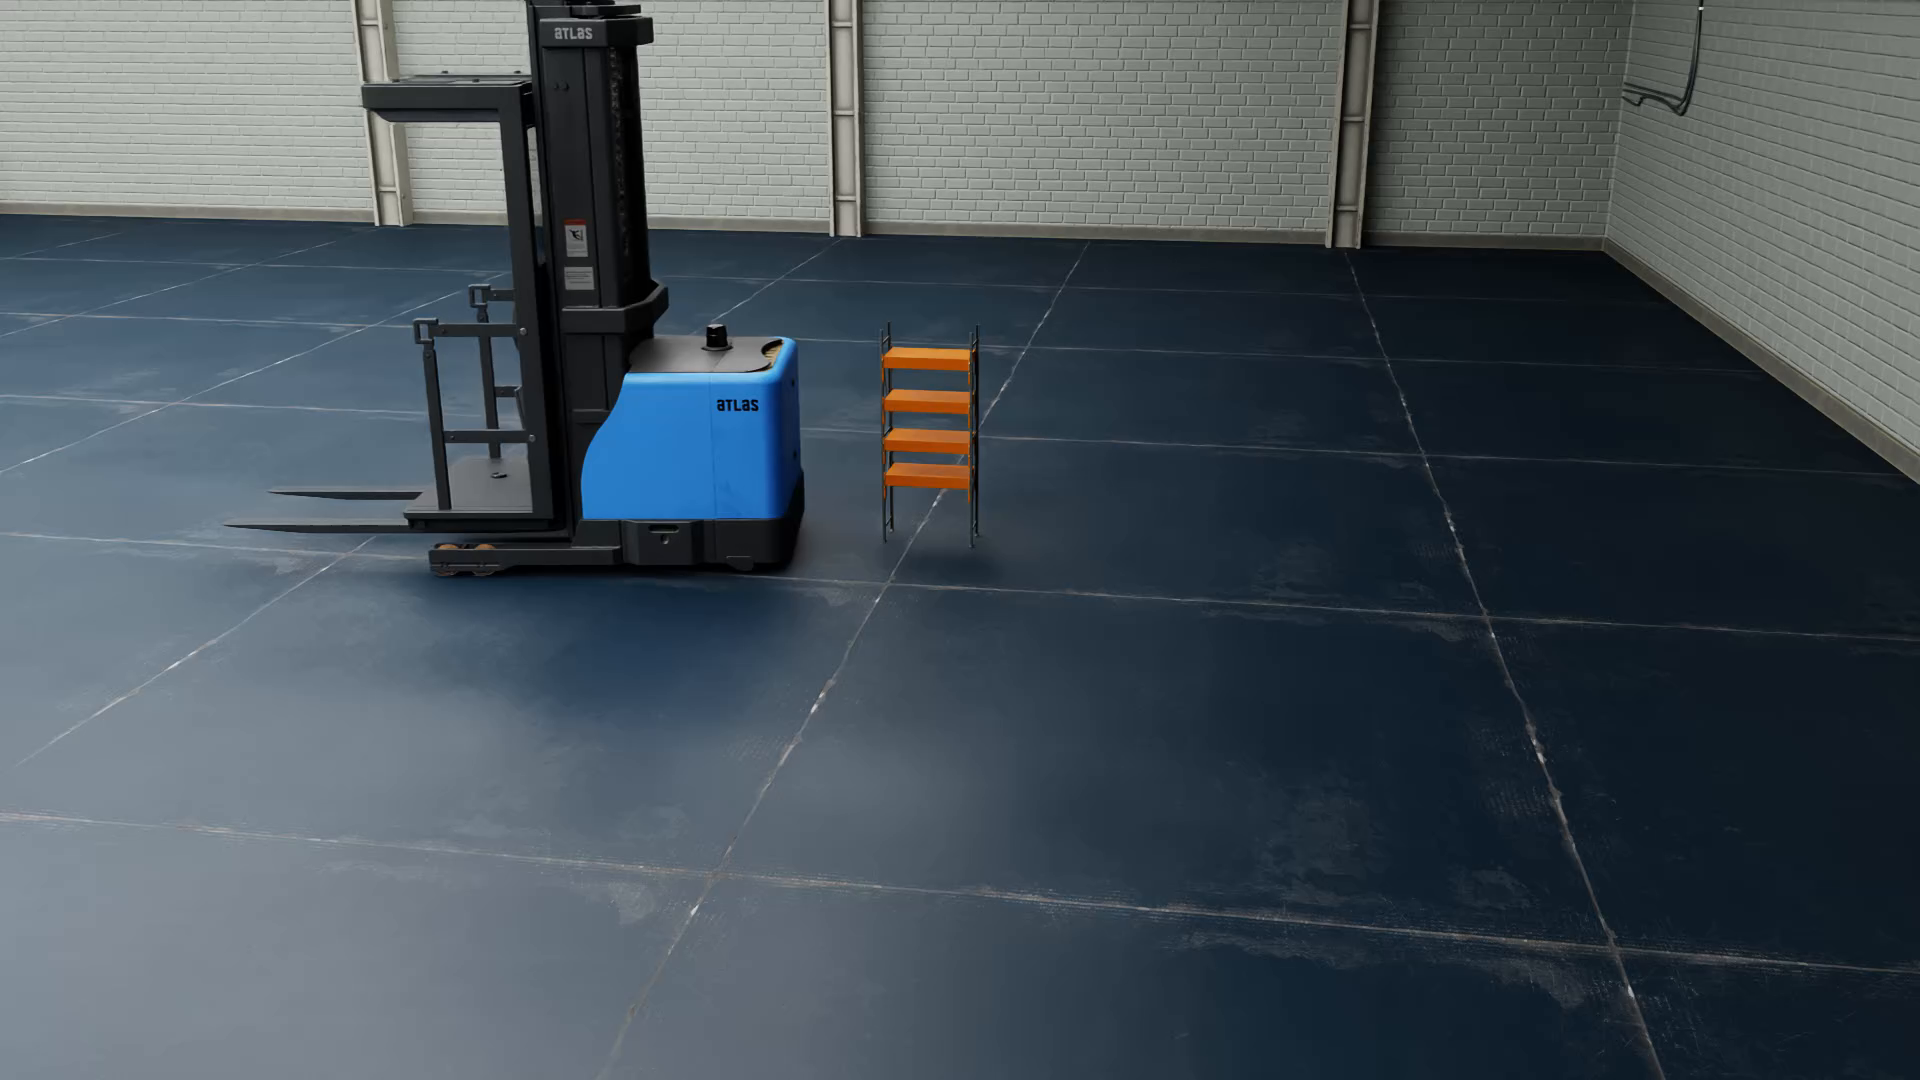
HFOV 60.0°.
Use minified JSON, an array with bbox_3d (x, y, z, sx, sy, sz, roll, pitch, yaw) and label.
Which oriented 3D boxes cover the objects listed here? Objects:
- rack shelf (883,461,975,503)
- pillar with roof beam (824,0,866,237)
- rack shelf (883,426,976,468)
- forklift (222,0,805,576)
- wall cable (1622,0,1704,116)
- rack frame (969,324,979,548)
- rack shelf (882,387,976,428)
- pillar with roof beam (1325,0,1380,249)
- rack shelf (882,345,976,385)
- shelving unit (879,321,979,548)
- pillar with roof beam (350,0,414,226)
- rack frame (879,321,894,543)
[{"bbox_3d":[-0.163,-0.325,9.222,0.480,0.148,0.258,3,19,9],"label":"rack shelf"},{"bbox_3d":[-2.069,-6.702,15.152,0.400,9.000,9.100,3,19,9],"label":"pillar with roof beam"},{"bbox_3d":[-0.163,-0.514,9.159,0.480,0.148,0.258,3,19,9],"label":"rack shelf"},{"bbox_3d":[-2.413,-1.367,8.768,3.031,2.935,1.130,0,18,0],"label":"forklift"},{"bbox_3d":[7.237,-5.714,17.092,0.112,2.526,3.097,3,19,9],"label":"wall cable"},{"bbox_3d":[0.077,-0.565,9.101,0.015,1.200,0.240,3,19,9],"label":"rack frame"},{"bbox_3d":[-0.163,-0.726,9.088,0.480,0.148,0.258,3,19,9],"label":"rack shelf"},{"bbox_3d":[3.855,-6.400,14.249,0.400,9.000,9.100,3,19,9],"label":"pillar with roof beam"},{"bbox_3d":[-0.163,-0.950,9.013,0.480,0.148,0.258,3,19,9],"label":"rack shelf"},{"bbox_3d":[-0.163,-0.577,9.138,0.503,1.200,0.258,3,19,9],"label":"shelving unit"},{"bbox_3d":[-7.993,-7.004,16.054,0.400,9.000,9.100,3,19,9],"label":"pillar with roof beam"},{"bbox_3d":[-0.404,-0.590,9.174,0.015,1.200,0.240,3,19,9],"label":"rack frame"}]
